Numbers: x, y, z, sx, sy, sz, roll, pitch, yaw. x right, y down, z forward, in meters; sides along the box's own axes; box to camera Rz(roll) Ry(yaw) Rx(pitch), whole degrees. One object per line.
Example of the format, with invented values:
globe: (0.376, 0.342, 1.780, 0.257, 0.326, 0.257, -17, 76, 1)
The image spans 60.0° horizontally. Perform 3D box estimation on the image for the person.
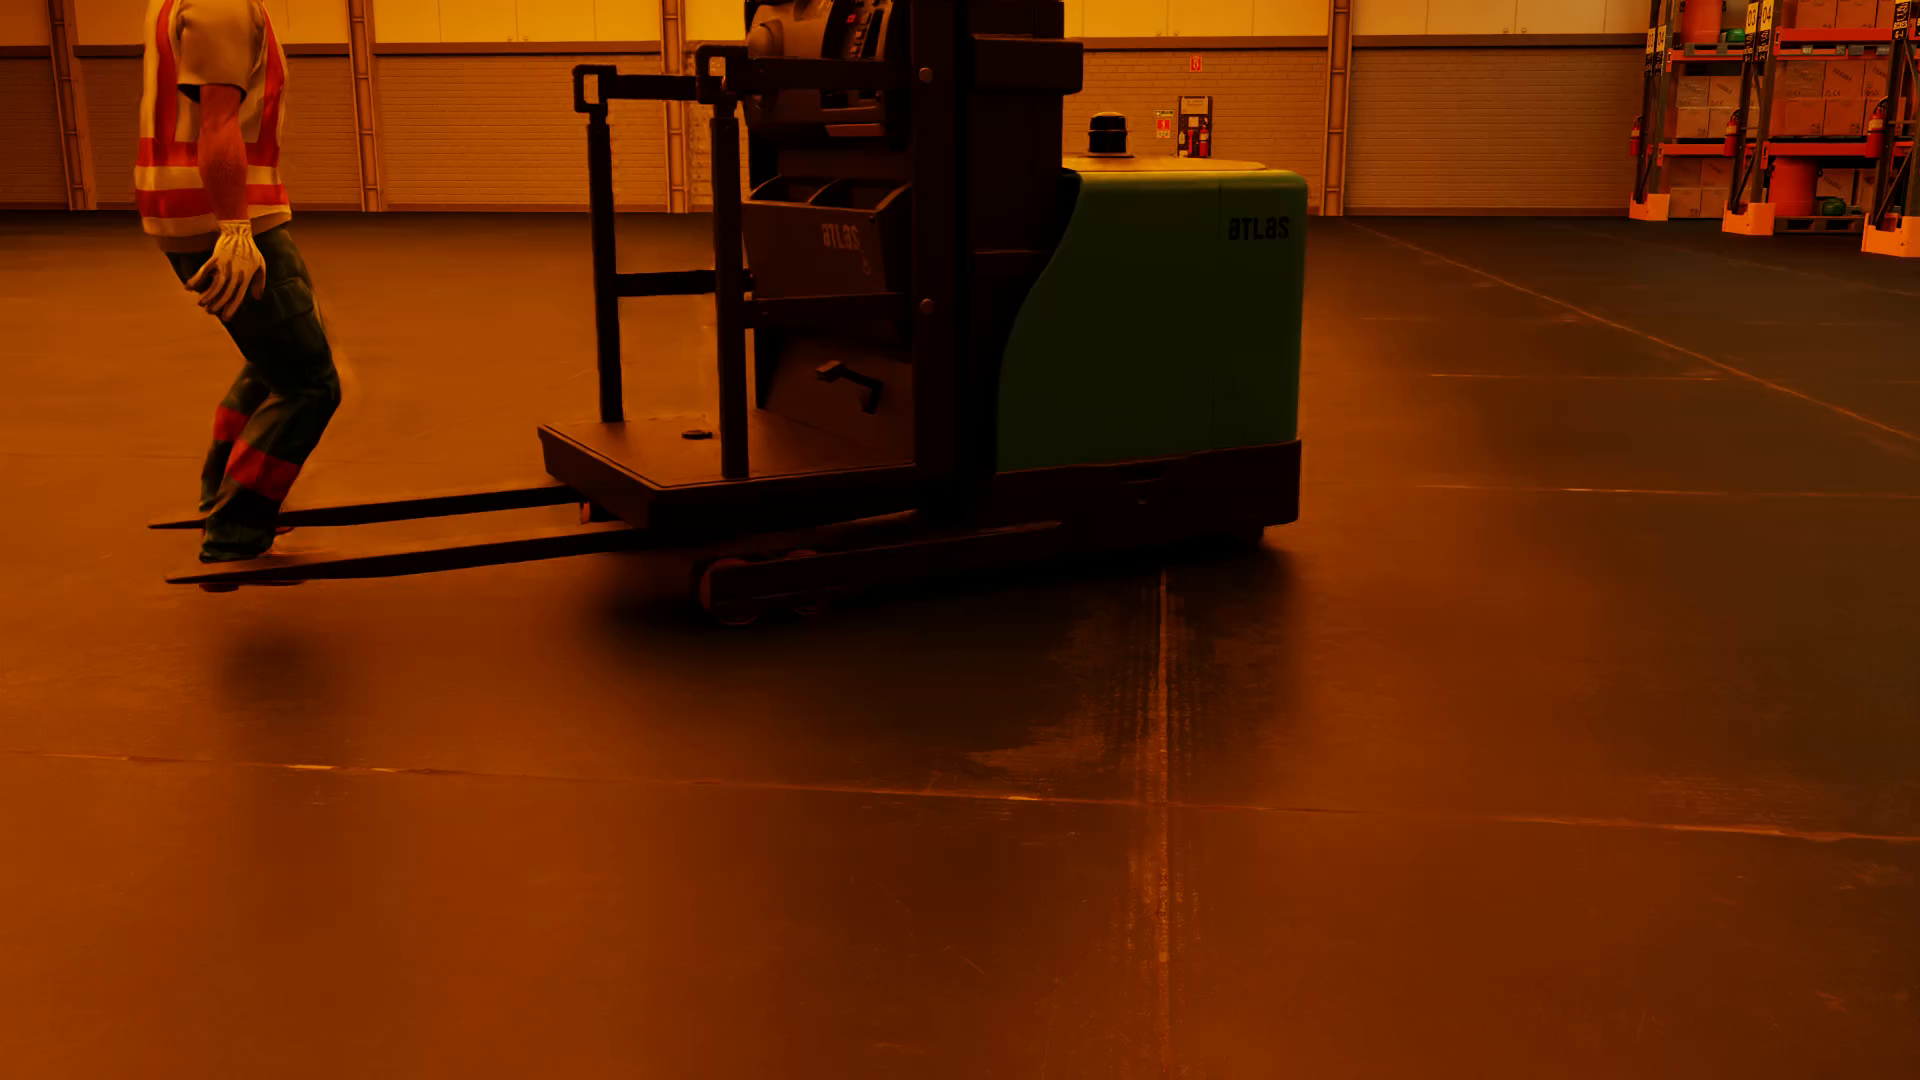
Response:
person: (-1.720, -0.755, 3.996, 0.444, 1.708, 0.830, -9, 16, -35)

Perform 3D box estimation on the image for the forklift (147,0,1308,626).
forklift: (-0.546, -1.354, 4.300, 3.031, 2.935, 1.130, -7, 15, -28)
